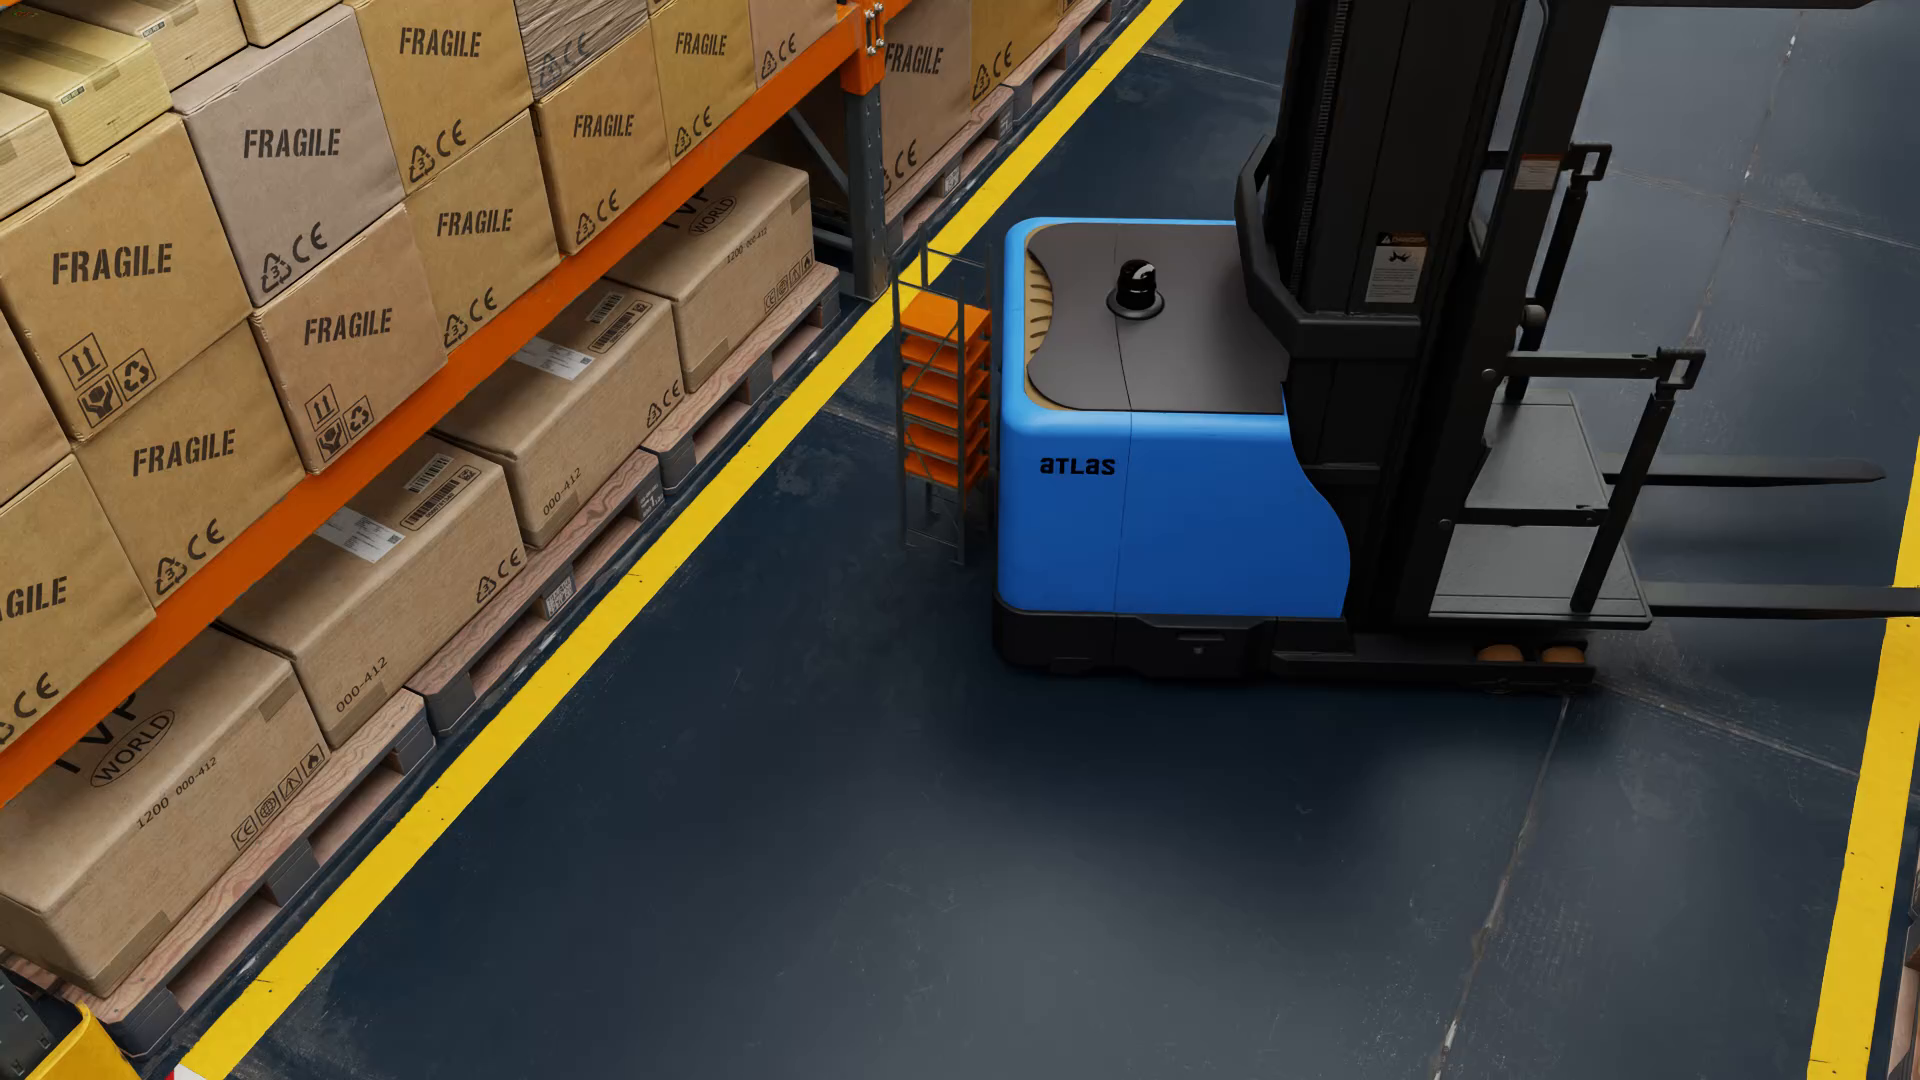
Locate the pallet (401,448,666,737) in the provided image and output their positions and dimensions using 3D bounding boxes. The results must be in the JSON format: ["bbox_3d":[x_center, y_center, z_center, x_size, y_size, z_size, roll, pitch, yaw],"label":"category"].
[{"bbox_3d":[-1.749,0.003,5.598,1.003,0.211,1.213,20,49,19],"label":"pallet"}]

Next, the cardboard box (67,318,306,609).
[{"bbox_3d":[-1.931,-0.252,3.820,0.500,0.500,0.500,20,49,19],"label":"cardboard box"}]

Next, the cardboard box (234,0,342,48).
[{"bbox_3d":[-1.593,-1.241,3.638,0.380,0.149,0.250,21,49,19],"label":"cardboard box"}]

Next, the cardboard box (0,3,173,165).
[{"bbox_3d":[-1.821,-0.915,3.316,0.380,0.149,0.250,19,48,18],"label":"cardboard box"}]

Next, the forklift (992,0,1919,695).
[{"bbox_3d":[1.630,-0.927,4.605,3.031,2.935,1.130,1,45,1],"label":"forklift"}]

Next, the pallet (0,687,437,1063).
[{"bbox_3d":[-2.317,0.769,4.842,1.003,0.211,1.213,20,49,19],"label":"pallet"}]

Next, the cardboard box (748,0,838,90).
[{"bbox_3d":[-0.750,-1.860,5.409,0.500,0.500,0.500,21,49,19],"label":"cardboard box"}]

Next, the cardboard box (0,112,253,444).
[{"bbox_3d":[-1.910,-0.604,3.465,0.500,0.500,0.500,19,48,18],"label":"cardboard box"}]

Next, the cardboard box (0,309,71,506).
[{"bbox_3d":[-2.143,-0.277,3.141,0.500,0.500,0.500,19,48,18],"label":"cardboard box"}]

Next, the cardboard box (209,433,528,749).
[{"bbox_3d":[-1.983,0.043,5.104,0.875,0.438,0.875,22,49,20],"label":"cardboard box"}]

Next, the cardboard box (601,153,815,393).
[{"bbox_3d":[-1.148,-1.088,6.223,0.875,0.438,0.875,20,49,19],"label":"cardboard box"}]

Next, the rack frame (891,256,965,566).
[{"bbox_3d":[-0.094,-0.372,5.274,0.240,1.200,0.006,20,49,18],"label":"rack frame"}]

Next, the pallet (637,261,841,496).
[{"bbox_3d":[-1.184,-0.768,6.361,1.003,0.211,1.213,20,49,19],"label":"pallet"}]

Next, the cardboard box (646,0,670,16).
[{"bbox_3d":[-0.979,-1.883,4.728,0.500,0.500,0.500,20,49,18],"label":"cardboard box"}]

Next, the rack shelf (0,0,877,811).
[{"bbox_3d":[-1.690,-0.689,4.827,1.077,0.370,4.000,20,49,19],"label":"rack shelf"}]

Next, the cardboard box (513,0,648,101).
[{"bbox_3d":[-1.207,-1.559,4.408,0.500,0.500,0.500,21,49,20],"label":"cardboard box"}]

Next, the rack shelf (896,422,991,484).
[{"bbox_3d":[-0.053,-0.315,5.449,0.258,0.103,0.180,20,49,18],"label":"rack shelf"}]

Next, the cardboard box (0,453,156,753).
[{"bbox_3d":[-2.141,0.076,3.496,0.500,0.500,0.500,20,49,19],"label":"cardboard box"}]

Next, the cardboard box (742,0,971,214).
[{"bbox_3d":[-0.545,-2.019,6.835,0.875,0.875,0.875,22,49,20],"label":"cardboard box"}]

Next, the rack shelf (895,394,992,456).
[{"bbox_3d":[-0.053,-0.399,5.363,0.258,0.103,0.180,20,49,18],"label":"rack shelf"}]

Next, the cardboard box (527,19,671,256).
[{"bbox_3d":[-1.205,-1.213,4.769,0.500,0.500,0.500,20,49,18],"label":"cardboard box"}]

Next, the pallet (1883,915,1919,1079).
[{"bbox_3d":[2.824,1.556,4.064,1.003,0.211,1.213,20,49,19],"label":"pallet"}]

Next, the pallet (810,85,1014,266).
[{"bbox_3d":[-0.470,-1.732,7.314,1.003,0.211,1.213,20,49,19],"label":"pallet"}]

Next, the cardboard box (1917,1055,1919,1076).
[{"bbox_3d":[2.512,1.216,3.939,0.380,0.149,0.250,21,49,19],"label":"cardboard box"}]

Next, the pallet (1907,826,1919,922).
[{"bbox_3d":[3.389,0.784,4.827,1.003,0.211,1.213,20,49,19],"label":"pallet"}]

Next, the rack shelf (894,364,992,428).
[{"bbox_3d":[-0.053,-0.484,5.278,0.258,0.103,0.180,20,49,18],"label":"rack shelf"}]

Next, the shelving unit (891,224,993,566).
[{"bbox_3d":[-0.053,-0.430,5.332,0.258,1.200,0.189,20,49,18],"label":"shelving unit"}]

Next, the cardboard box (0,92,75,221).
[{"bbox_3d":[-1.928,-0.743,3.146,0.380,0.149,0.250,22,49,20],"label":"cardboard box"}]

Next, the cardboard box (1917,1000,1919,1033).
[{"bbox_3d":[2.650,1.178,4.186,0.380,0.149,0.250,19,48,18],"label":"cardboard box"}]

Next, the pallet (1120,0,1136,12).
[{"bbox_3d":[0.663,-3.269,8.833,1.003,0.211,1.213,20,49,19],"label":"pallet"}]

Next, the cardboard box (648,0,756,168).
[{"bbox_3d":[-0.984,-1.534,5.087,0.500,0.500,0.500,19,48,18],"label":"cardboard box"}]

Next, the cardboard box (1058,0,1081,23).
[{"bbox_3d":[0.283,-3.154,7.957,0.875,0.875,0.875,21,49,20],"label":"cardboard box"}]

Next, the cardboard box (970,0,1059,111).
[{"bbox_3d":[-0.132,-2.591,7.400,0.875,0.875,0.875,22,49,20],"label":"cardboard box"}]

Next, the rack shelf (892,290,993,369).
[{"bbox_3d":[-0.053,-0.652,5.107,0.258,0.103,0.180,20,49,18],"label":"rack shelf"}]

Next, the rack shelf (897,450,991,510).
[{"bbox_3d":[-0.053,-0.230,5.534,0.258,0.103,0.180,20,49,18],"label":"rack shelf"}]

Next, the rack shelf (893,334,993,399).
[{"bbox_3d":[-0.053,-0.568,5.193,0.258,0.103,0.180,20,49,18],"label":"rack shelf"}]

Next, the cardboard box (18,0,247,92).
[{"bbox_3d":[-1.746,-1.098,3.496,0.380,0.149,0.250,21,49,19],"label":"cardboard box"}]

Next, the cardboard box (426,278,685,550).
[{"bbox_3d":[-1.563,-0.524,5.665,0.875,0.438,0.875,19,48,18],"label":"cardboard box"}]

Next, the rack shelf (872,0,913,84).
[{"bbox_3d":[0.167,-3.209,7.318,1.077,0.370,4.000,20,49,19],"label":"rack shelf"}]

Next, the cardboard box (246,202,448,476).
[{"bbox_3d":[-1.679,-0.567,4.131,0.500,0.500,0.500,20,49,19],"label":"cardboard box"}]

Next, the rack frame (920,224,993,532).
[{"bbox_3d":[-0.012,-0.489,5.389,0.240,1.200,0.006,20,49,18],"label":"rack frame"}]

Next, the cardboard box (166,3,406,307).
[{"bbox_3d":[-1.678,-0.931,3.788,0.500,0.500,0.500,20,49,19],"label":"cardboard box"}]

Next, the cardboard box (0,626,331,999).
[{"bbox_3d":[-2.401,0.623,4.532,0.875,0.438,0.875,19,48,18],"label":"cardboard box"}]

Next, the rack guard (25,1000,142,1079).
[{"bbox_3d":[-2.630,1.212,4.200,1.175,0.500,0.348,20,49,19],"label":"rack guard"}]

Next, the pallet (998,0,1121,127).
[{"bbox_3d":[0.095,-2.504,8.076,1.003,0.211,1.213,20,49,19],"label":"pallet"}]

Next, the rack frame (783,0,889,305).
[{"bbox_3d":[-0.762,-2.201,5.817,1.000,3.000,0.127,20,49,19],"label":"rack frame"}]

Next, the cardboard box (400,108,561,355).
[{"bbox_3d":[-1.461,-0.888,4.448,0.500,0.500,0.500,22,49,20],"label":"cardboard box"}]

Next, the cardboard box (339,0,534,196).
[{"bbox_3d":[-1.447,-1.246,4.099,0.500,0.500,0.500,21,49,19],"label":"cardboard box"}]
